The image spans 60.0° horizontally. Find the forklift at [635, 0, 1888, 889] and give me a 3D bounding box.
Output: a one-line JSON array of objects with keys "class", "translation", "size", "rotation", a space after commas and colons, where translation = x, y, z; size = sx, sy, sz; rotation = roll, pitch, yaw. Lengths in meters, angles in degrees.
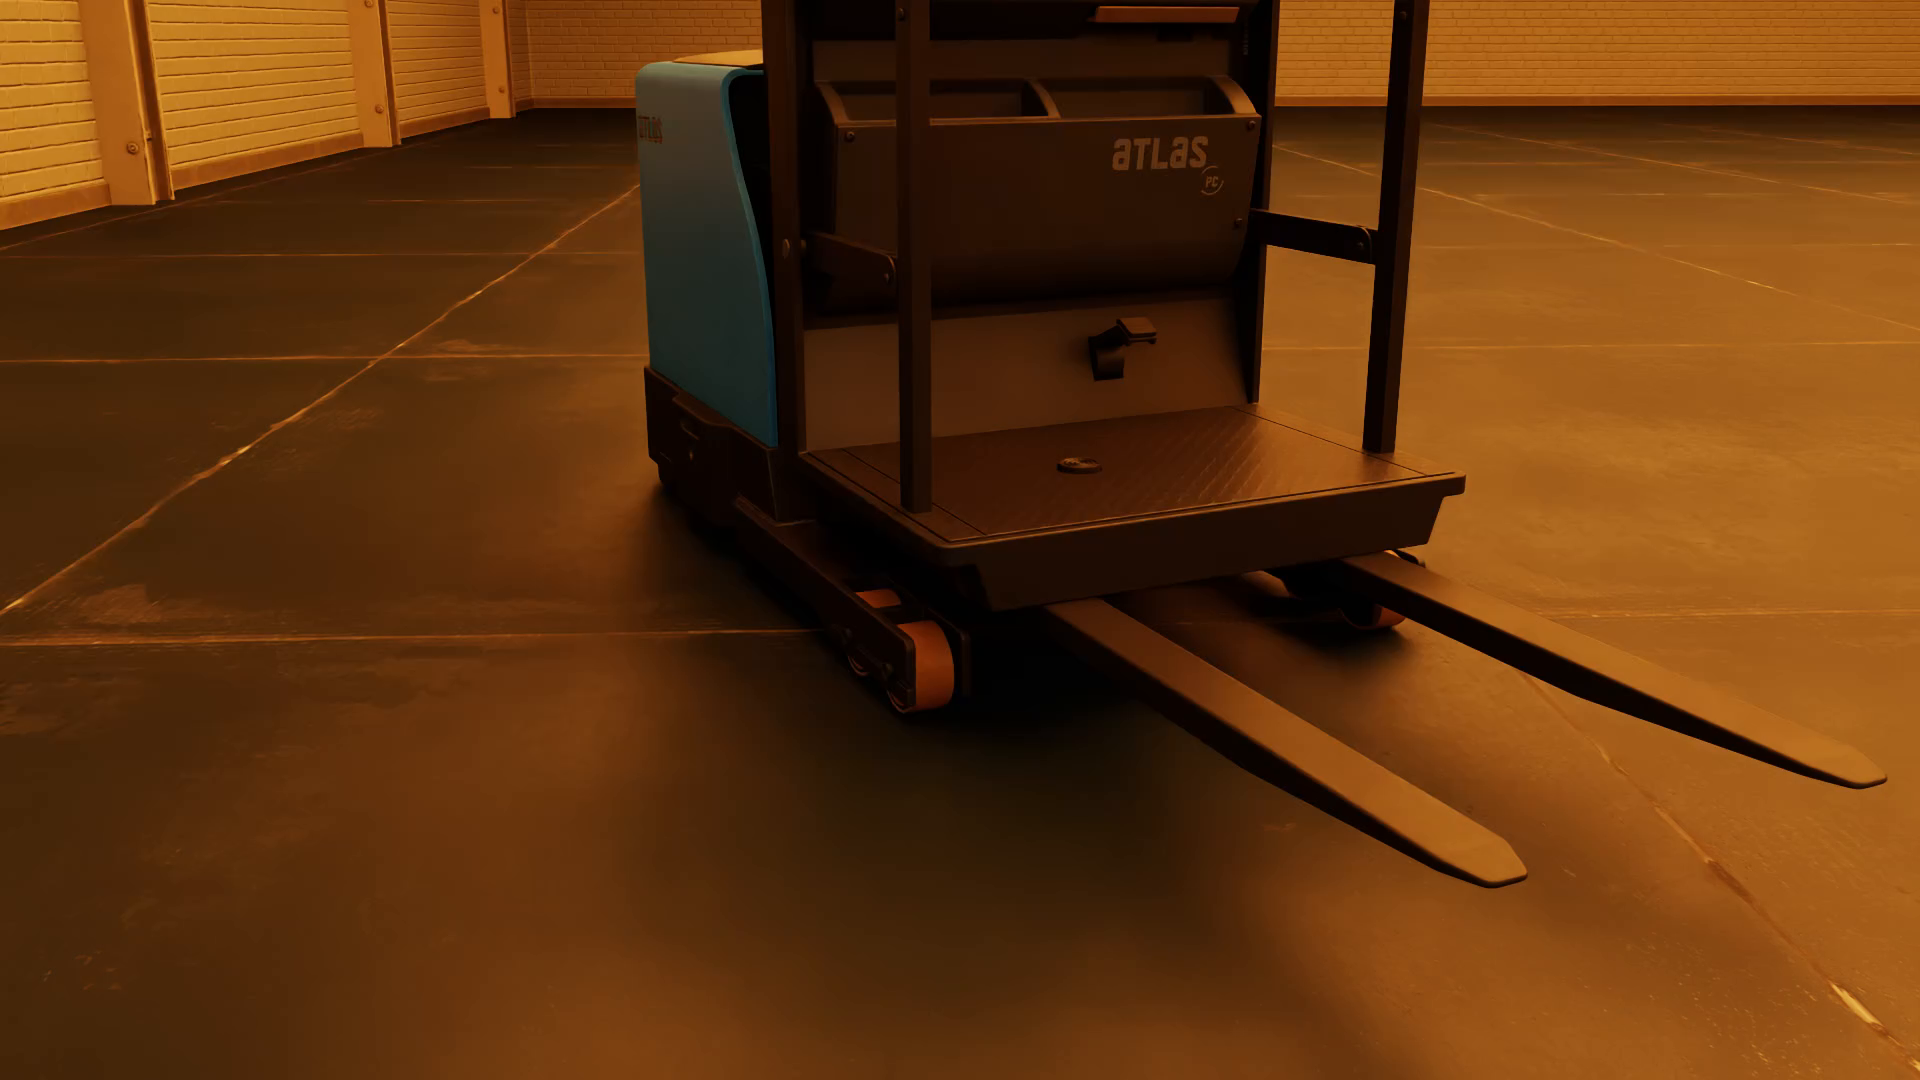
[{"class": "forklift", "translation": [0.258, -1.240, 2.962], "size": [1.130, 2.935, 3.031], "rotation": [-8, 19, -24]}]
